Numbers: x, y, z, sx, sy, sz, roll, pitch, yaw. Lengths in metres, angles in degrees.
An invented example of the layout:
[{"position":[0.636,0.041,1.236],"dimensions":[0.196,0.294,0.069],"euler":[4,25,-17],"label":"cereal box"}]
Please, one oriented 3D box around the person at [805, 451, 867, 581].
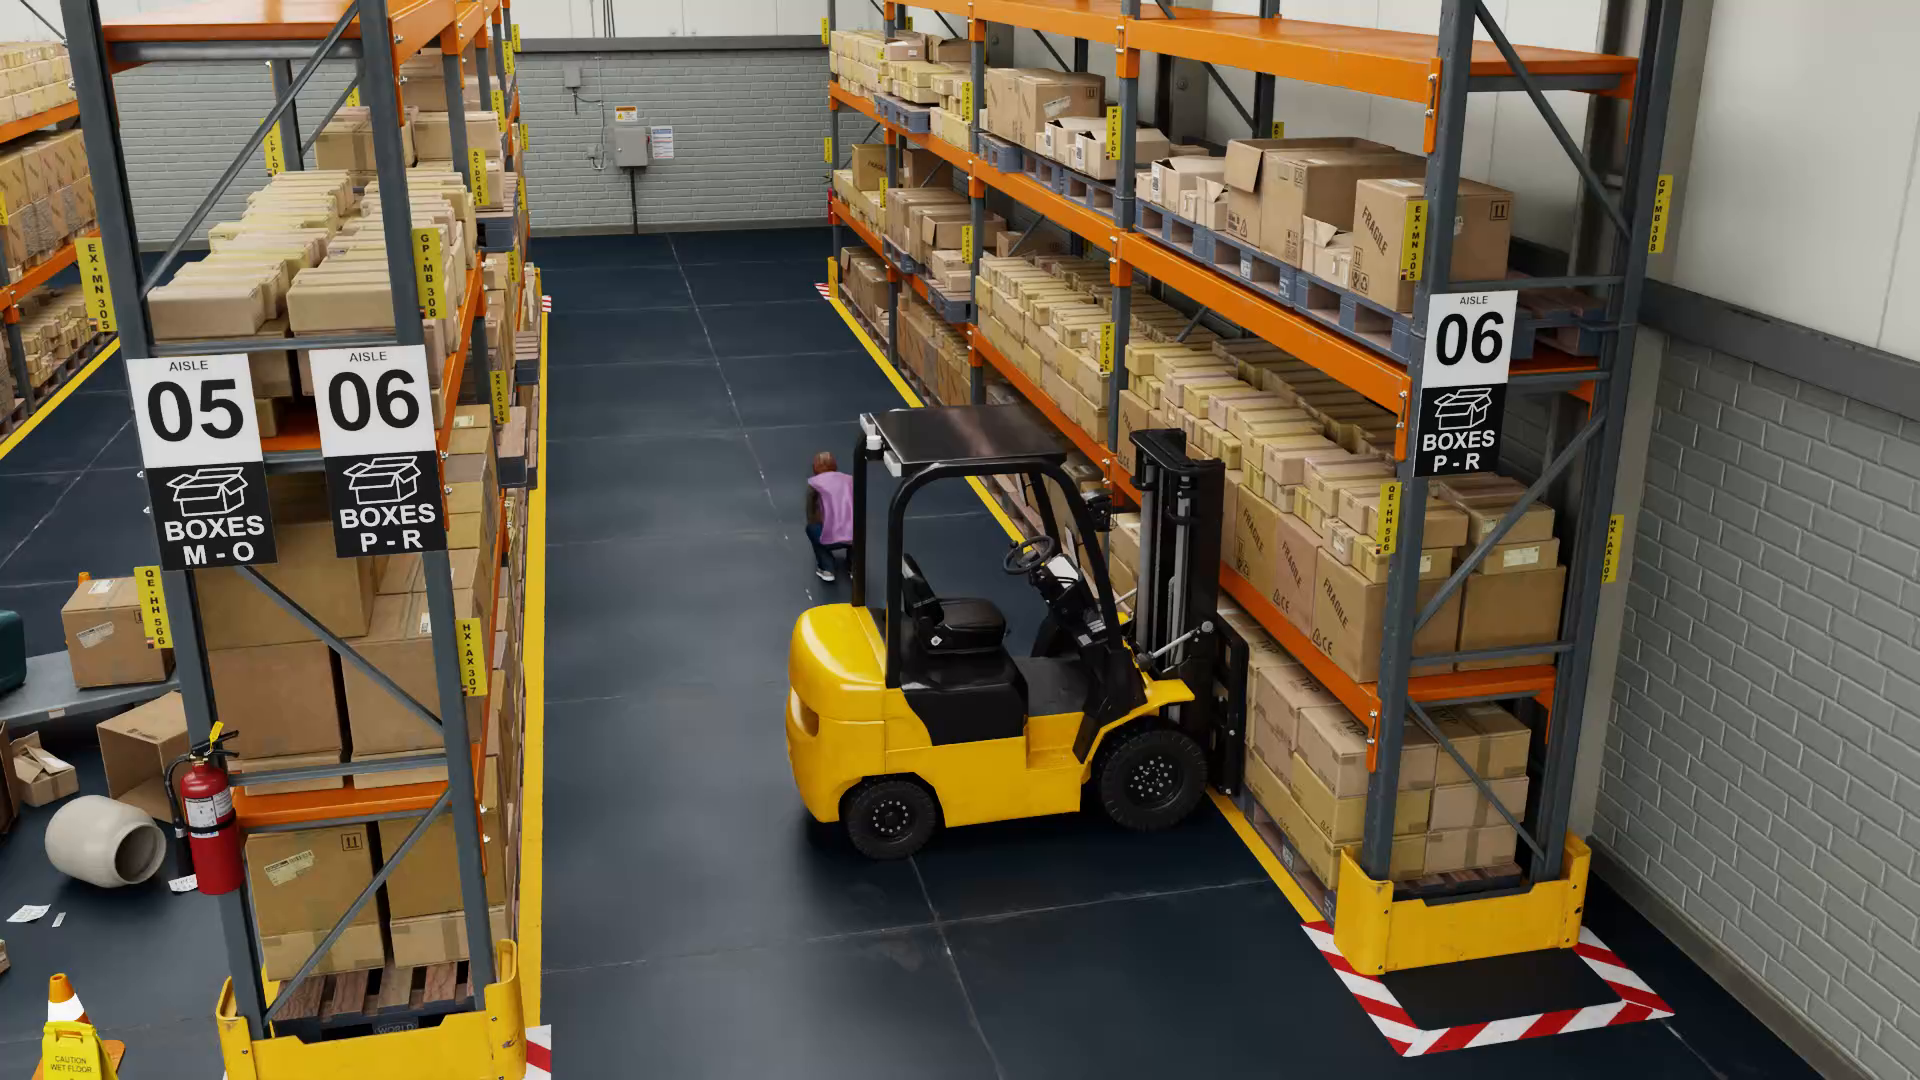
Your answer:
[{"position":[-0.942,-0.180,12.648],"dimensions":[0.451,0.880,0.807],"euler":[-5,20,-12],"label":"person"}]
